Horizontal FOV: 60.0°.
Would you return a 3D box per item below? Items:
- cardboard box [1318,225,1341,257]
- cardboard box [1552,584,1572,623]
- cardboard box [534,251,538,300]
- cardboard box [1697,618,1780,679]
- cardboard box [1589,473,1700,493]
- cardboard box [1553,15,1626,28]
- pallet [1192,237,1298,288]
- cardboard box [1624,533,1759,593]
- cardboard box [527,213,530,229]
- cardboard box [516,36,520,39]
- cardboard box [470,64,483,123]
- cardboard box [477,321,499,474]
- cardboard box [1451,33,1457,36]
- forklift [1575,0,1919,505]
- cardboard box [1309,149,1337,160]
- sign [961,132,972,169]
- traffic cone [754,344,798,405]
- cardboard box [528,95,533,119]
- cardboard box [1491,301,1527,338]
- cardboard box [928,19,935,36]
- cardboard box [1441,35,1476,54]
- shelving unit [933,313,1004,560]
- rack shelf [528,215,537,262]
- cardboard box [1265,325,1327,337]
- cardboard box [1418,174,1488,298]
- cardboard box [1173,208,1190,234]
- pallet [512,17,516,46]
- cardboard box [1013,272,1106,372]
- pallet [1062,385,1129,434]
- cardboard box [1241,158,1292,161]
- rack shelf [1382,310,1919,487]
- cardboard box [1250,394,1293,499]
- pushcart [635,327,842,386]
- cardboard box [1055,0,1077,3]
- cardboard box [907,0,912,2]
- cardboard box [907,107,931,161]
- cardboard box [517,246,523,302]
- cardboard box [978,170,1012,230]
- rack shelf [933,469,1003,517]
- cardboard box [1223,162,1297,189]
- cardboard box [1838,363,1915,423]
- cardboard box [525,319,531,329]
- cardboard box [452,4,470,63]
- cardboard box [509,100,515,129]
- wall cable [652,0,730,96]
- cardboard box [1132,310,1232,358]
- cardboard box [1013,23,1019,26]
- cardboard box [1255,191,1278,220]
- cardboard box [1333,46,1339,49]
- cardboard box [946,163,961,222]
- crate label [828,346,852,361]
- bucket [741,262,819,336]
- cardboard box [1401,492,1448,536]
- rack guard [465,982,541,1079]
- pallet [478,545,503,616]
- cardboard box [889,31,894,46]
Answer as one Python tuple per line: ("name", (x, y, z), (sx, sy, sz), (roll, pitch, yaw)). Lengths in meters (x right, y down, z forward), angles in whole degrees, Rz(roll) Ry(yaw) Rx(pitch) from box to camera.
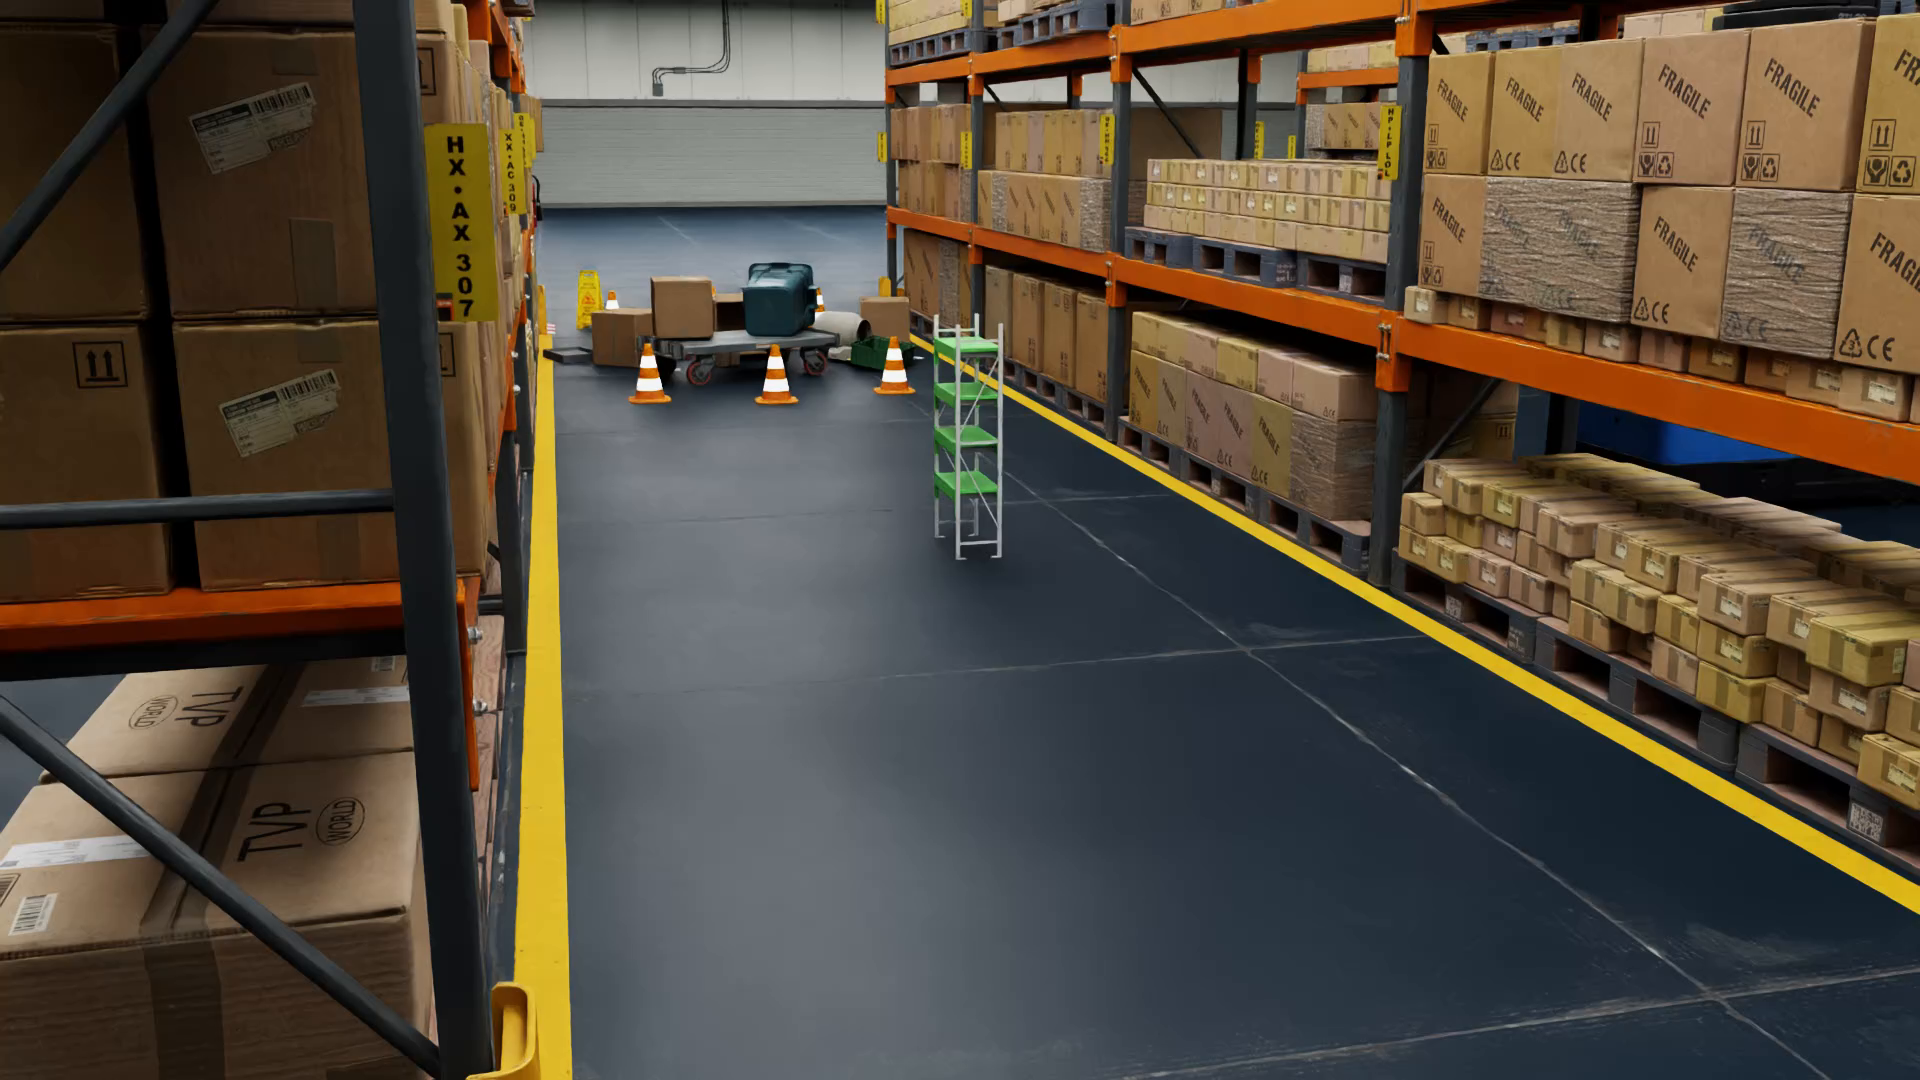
("cardboard box", (2.072, -1.542, 8.562), (0.380, 0.149, 0.250), (-3, 14, -13))
("cardboard box", (2.626, 0.253, 6.695), (0.380, 0.149, 0.250), (-4, 14, -16))
("cardboard box", (-4.563, -2.673, 16.877), (0.500, 0.500, 0.500), (-3, 14, -11))
("cardboard box", (2.756, 0.353, 5.657), (0.380, 0.149, 0.250), (-3, 14, -12))
("cardboard box", (2.976, -0.189, 7.247), (0.380, 0.149, 0.250), (-3, 14, -14))
("cardboard box", (5.678, -4.741, 14.588), (0.797, 0.503, 0.637), (-3, 14, -11))
("pallet", (2.041, -1.637, 9.712), (1.003, 0.211, 1.213), (-3, 14, -13))
("cardboard box", (2.697, 0.083, 6.136), (0.380, 0.149, 0.250), (-3, 14, -13))
("cardboard box", (-3.953, -2.777, 14.501), (0.380, 0.149, 0.250), (-3, 14, -13))
("cardboard box", (-4.158, -4.572, 14.690), (0.500, 0.250, 0.500), (-3, 14, -14))
("cardboard box", (-1.583, -1.053, 4.599), (0.500, 0.500, 0.500), (-3, 14, -13))
("cardboard box", (-1.454, -0.449, 4.232), (0.500, 0.500, 0.500), (-3, 14, -14))
("cardboard box", (5.111, -5.064, 16.491), (0.380, 0.149, 0.250), (-3, 14, -13))
("forklift", (5.283, -1.749, 9.910), (3.031, 2.935, 1.130), (-4, 14, -14))
("cardboard box", (4.605, -4.348, 19.566), (0.875, 0.500, 0.500), (-3, 14, -13))
("sign", (0.058, -3.535, 15.086), (0.100, 0.325, 0.005), (-3, 14, -13))
("traffic cone", (-1.499, -1.357, 13.505), (0.336, 0.463, 0.334), (-3, 14, -13))
("cardboard box", (-4.182, -3.720, 14.887), (0.700, 0.500, 0.500), (-3, 14, -13))
("cardboard box", (2.471, -0.942, 6.993), (0.380, 0.149, 0.250), (-4, 14, -16))
("cardboard box", (-0.100, -5.055, 16.411), (0.380, 0.149, 0.250), (-3, 14, -14))
("cardboard box", (5.081, -4.835, 16.395), (0.500, 0.250, 0.500), (-3, 14, -11))
("shelving unit", (0.039, -0.545, 8.628), (0.258, 1.200, 0.503), (-3, 14, -13))
("rack shelf", (-4.661, -2.920, 16.075), (1.077, 0.370, 4.000), (-3, 14, -13))
("cardboard box", (2.185, -1.161, 10.163), (0.500, 0.250, 0.500), (-3, 14, -12))
("cardboard box", (2.347, -1.327, 7.199), (0.500, 0.500, 0.500), (-4, 14, -14))
("cardboard box", (1.572, -2.028, 10.552), (0.380, 0.149, 0.250), (-3, 14, -10))
("pallet", (-4.149, -4.026, 13.160), (1.213, 0.211, 1.003), (-3, 14, -13))
("cardboard box", (1.053, -1.858, 14.066), (1.050, 0.750, 0.750), (-3, 14, -13))
("pallet", (1.424, -1.016, 12.641), (1.003, 0.211, 1.213), (-3, 14, -13))
("cardboard box", (2.097, -2.468, 11.100), (0.380, 0.149, 0.250), (-4, 14, -15))
("rack shelf", (2.946, -0.451, 5.969), (1.077, 0.370, 4.000), (-3, 14, -13))
("cardboard box", (1.937, -0.527, 9.144), (0.500, 0.500, 0.500), (-4, 14, -15))
("pushcart", (-1.986, -1.673, 14.980), (1.648, 0.377, 0.936), (-9, 16, -33))
("cardboard box", (0.999, -4.075, 12.060), (0.500, 0.311, 0.500), (-3, 14, -13))
("cardboard box", (-0.336, -5.676, 17.272), (0.380, 0.149, 0.250), (-4, 14, -14))
("cardboard box", (-0.075, -4.281, 17.540), (0.875, 0.550, 0.550), (-3, 14, -13))
("cardboard box", (-2.495, -1.360, 8.490), (0.500, 0.250, 0.500), (-4, 14, -14))
("cardboard box", (0.459, -3.020, 14.756), (0.500, 0.500, 0.500), (-3, 14, -13))
("rack shelf", (0.039, -0.249, 8.700), (0.258, 0.148, 0.480), (-3, 14, -13))
("cardboard box", (1.767, -2.135, 9.737), (0.380, 0.149, 0.250), (-3, 14, -11))
("cardboard box", (2.886, -0.451, 4.980), (0.380, 0.149, 0.250), (-3, 14, -12))
("cardboard box", (-4.065, -1.615, 13.868), (0.950, 0.372, 0.625), (-3, 14, -12))
("cardboard box", (-1.510, -1.347, 4.435), (0.380, 0.149, 0.250), (-4, 14, -15))
("cardboard box", (-2.747, -2.197, 9.282), (0.500, 0.500, 0.500), (-3, 14, -12))
("wall cable", (-7.887, -16.008, 48.326), (2.305, 6.003, 0.169), (-3, 14, -13))
("cardboard box", (1.463, -1.366, 11.000), (0.500, 0.250, 0.500), (-4, 14, -16))
("cardboard box", (0.722, -4.915, 15.839), (0.380, 0.149, 0.250), (-3, 14, -13))
("cardboard box", (1.877, -1.873, 9.291), (0.380, 0.149, 0.250), (-3, 14, -13))
("cardboard box", (4.488, -5.668, 18.963), (0.380, 0.149, 0.250), (-4, 14, -14))
("cardboard box", (0.348, -3.390, 16.168), (0.875, 0.550, 0.550), (-3, 14, -13))
("crate label", (-1.118, -1.782, 15.931), (0.250, 0.136, 0.298), (10, 17, 35))
("bucket", (-1.676, -2.158, 15.136), (0.726, 0.611, 0.620), (2, 24, 6))
("cardboard box", (2.250, -0.124, 7.610), (0.380, 0.149, 0.250), (-3, 14, -11))
("rack guard", (-1.367, 1.180, 3.044), (1.175, 0.500, 0.348), (-3, 14, -13))
("pallet", (-2.567, 0.218, 7.589), (1.003, 0.211, 1.213), (-3, 14, -13))
("cardboard box", (-0.574, -5.521, 18.318), (0.380, 0.149, 0.250), (-3, 14, -13))
